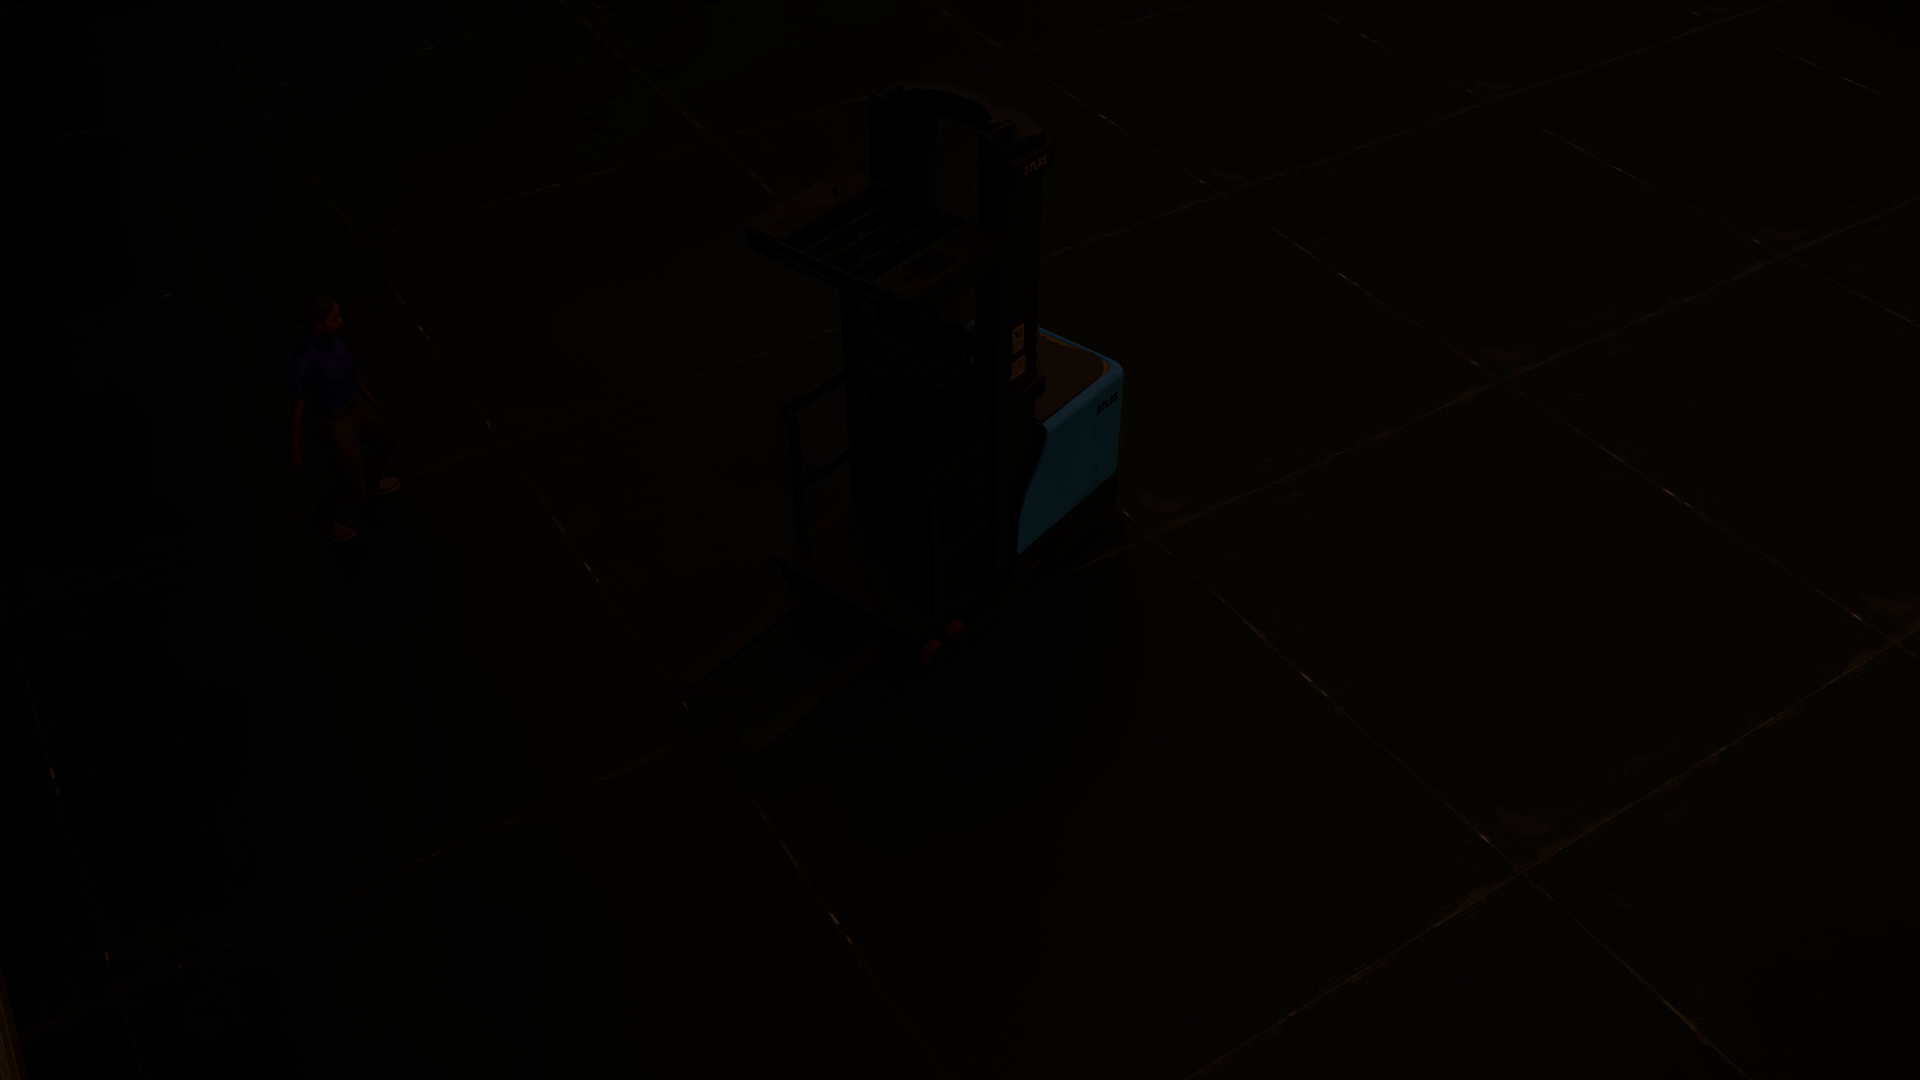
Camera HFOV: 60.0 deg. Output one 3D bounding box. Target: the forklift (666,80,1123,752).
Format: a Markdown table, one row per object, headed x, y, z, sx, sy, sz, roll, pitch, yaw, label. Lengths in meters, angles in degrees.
| x | y | z | sx | sy | sz | roll | pitch | yaw | label |
| --- | --- | --- | --- | --- | --- | --- | --- | --- | --- |
| -0.353 | -0.761 | 8.742 | 1.130 | 2.935 | 3.031 | 28 | 48 | 28 | forklift |

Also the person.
| x | y | z | sx | sy | sz | roll | pitch | yaw | label |
| --- | --- | --- | --- | --- | --- | --- | --- | --- | --- |
| -3.694 | -0.706 | 9.715 | 0.461 | 1.582 | 0.814 | 8 | 42 | 9 | person |
